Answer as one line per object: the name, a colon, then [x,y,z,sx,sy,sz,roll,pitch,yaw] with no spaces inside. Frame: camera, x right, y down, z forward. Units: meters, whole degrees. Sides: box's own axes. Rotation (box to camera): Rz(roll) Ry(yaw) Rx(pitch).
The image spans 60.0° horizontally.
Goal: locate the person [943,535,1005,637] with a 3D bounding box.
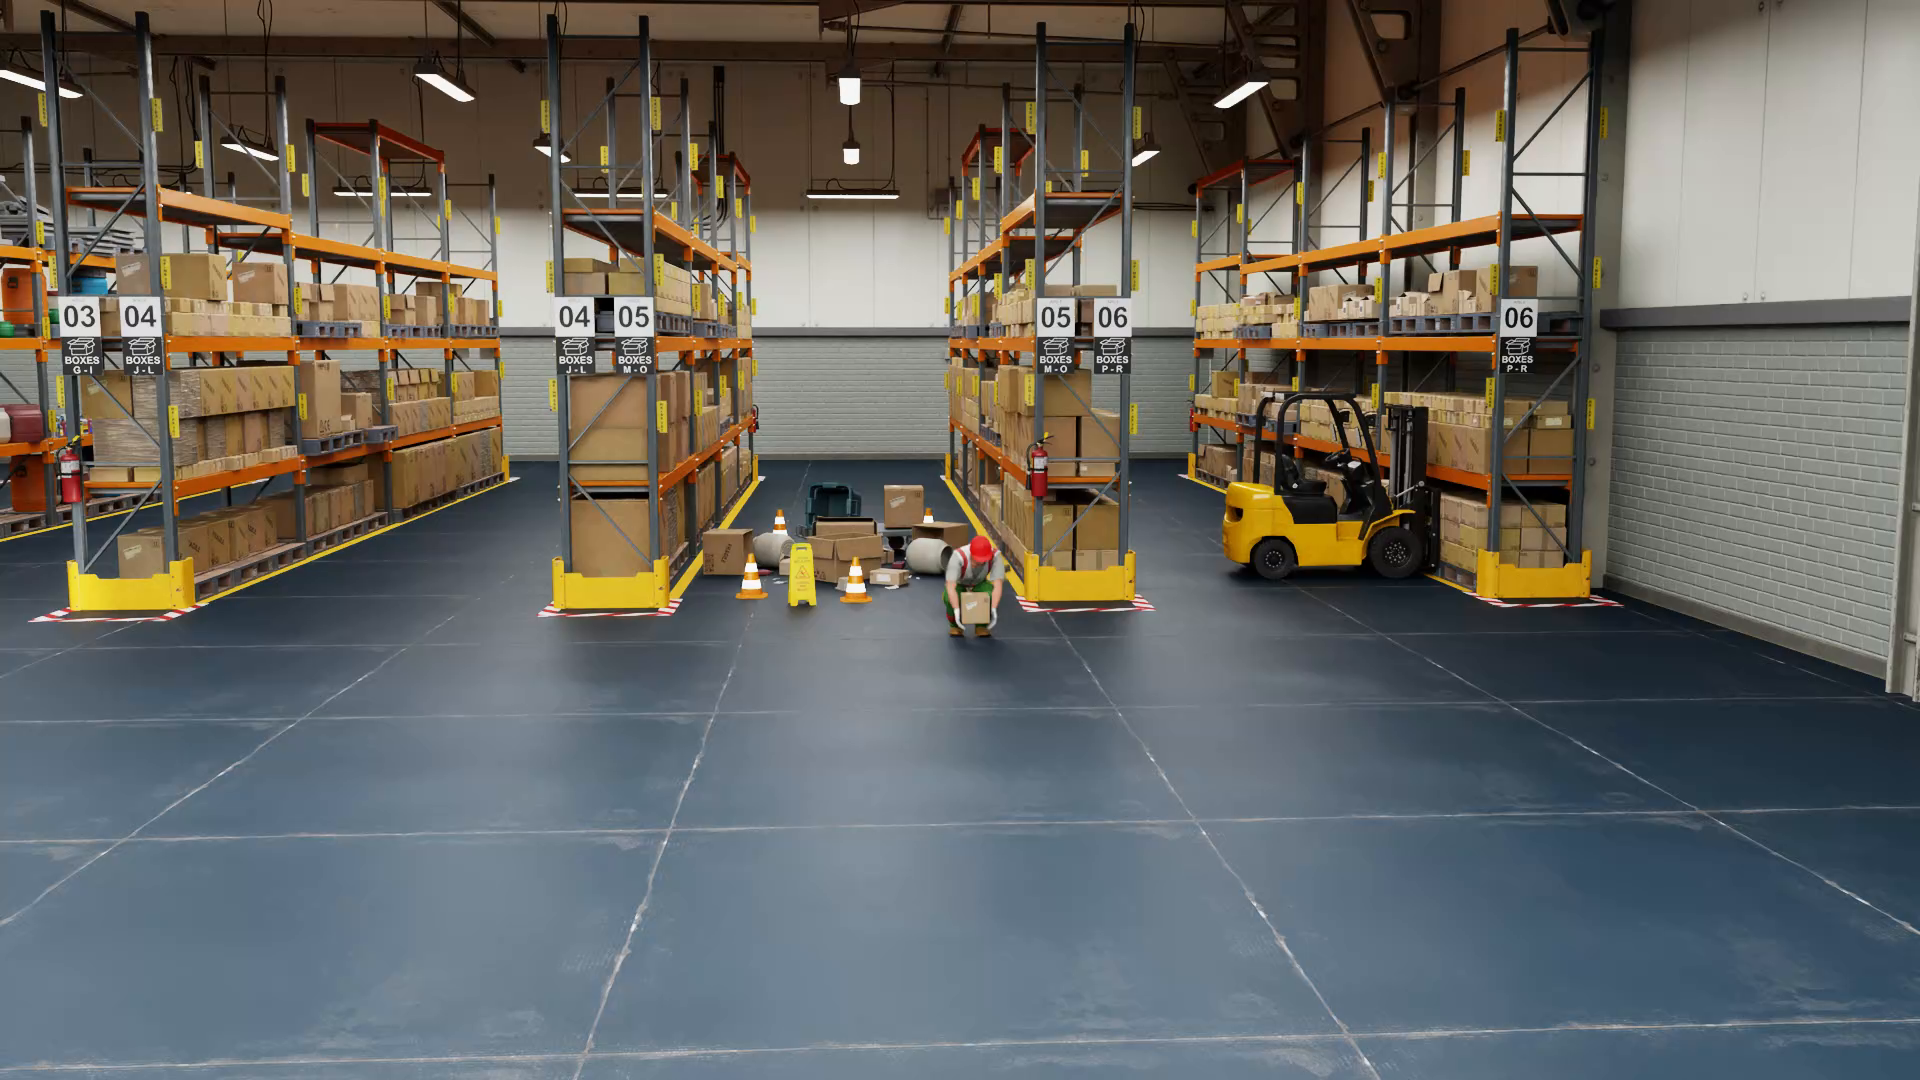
person: [0.128,0.417,15.536,0.572,0.992,0.874,0,7,-4]
